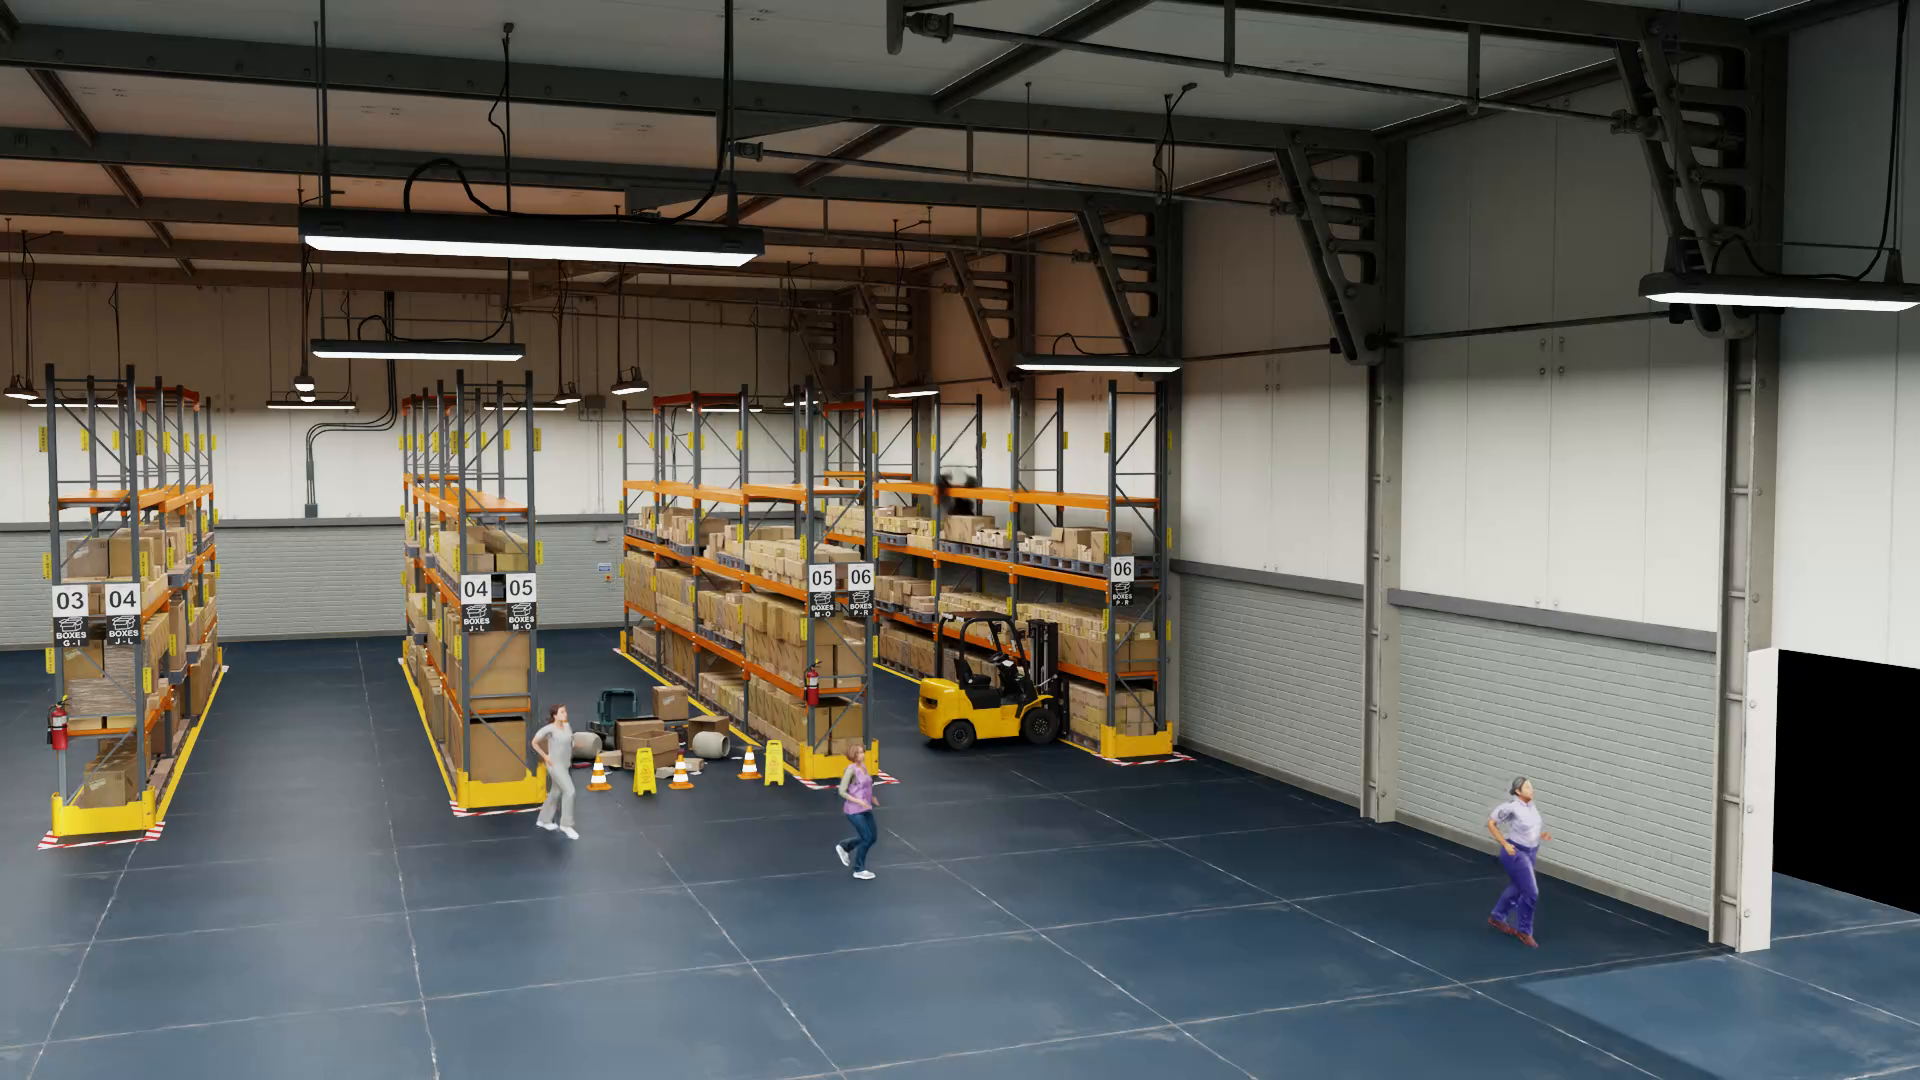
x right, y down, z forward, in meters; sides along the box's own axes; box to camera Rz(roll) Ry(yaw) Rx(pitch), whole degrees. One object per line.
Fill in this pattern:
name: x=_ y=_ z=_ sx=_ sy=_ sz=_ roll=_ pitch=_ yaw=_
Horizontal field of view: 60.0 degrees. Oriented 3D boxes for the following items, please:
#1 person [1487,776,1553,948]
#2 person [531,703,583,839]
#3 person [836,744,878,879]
person: x=5.610 y=3.226 z=16.700 sx=0.678 sy=1.719 sz=0.590 roll=3 pitch=5 yaw=44
person: x=-5.115 y=2.928 z=21.159 sx=0.708 sy=1.716 sz=0.559 roll=1 pitch=4 yaw=20
person: x=-1.209 y=3.108 z=19.111 sx=0.566 sy=1.547 sz=0.534 roll=2 pitch=4 yaw=25
